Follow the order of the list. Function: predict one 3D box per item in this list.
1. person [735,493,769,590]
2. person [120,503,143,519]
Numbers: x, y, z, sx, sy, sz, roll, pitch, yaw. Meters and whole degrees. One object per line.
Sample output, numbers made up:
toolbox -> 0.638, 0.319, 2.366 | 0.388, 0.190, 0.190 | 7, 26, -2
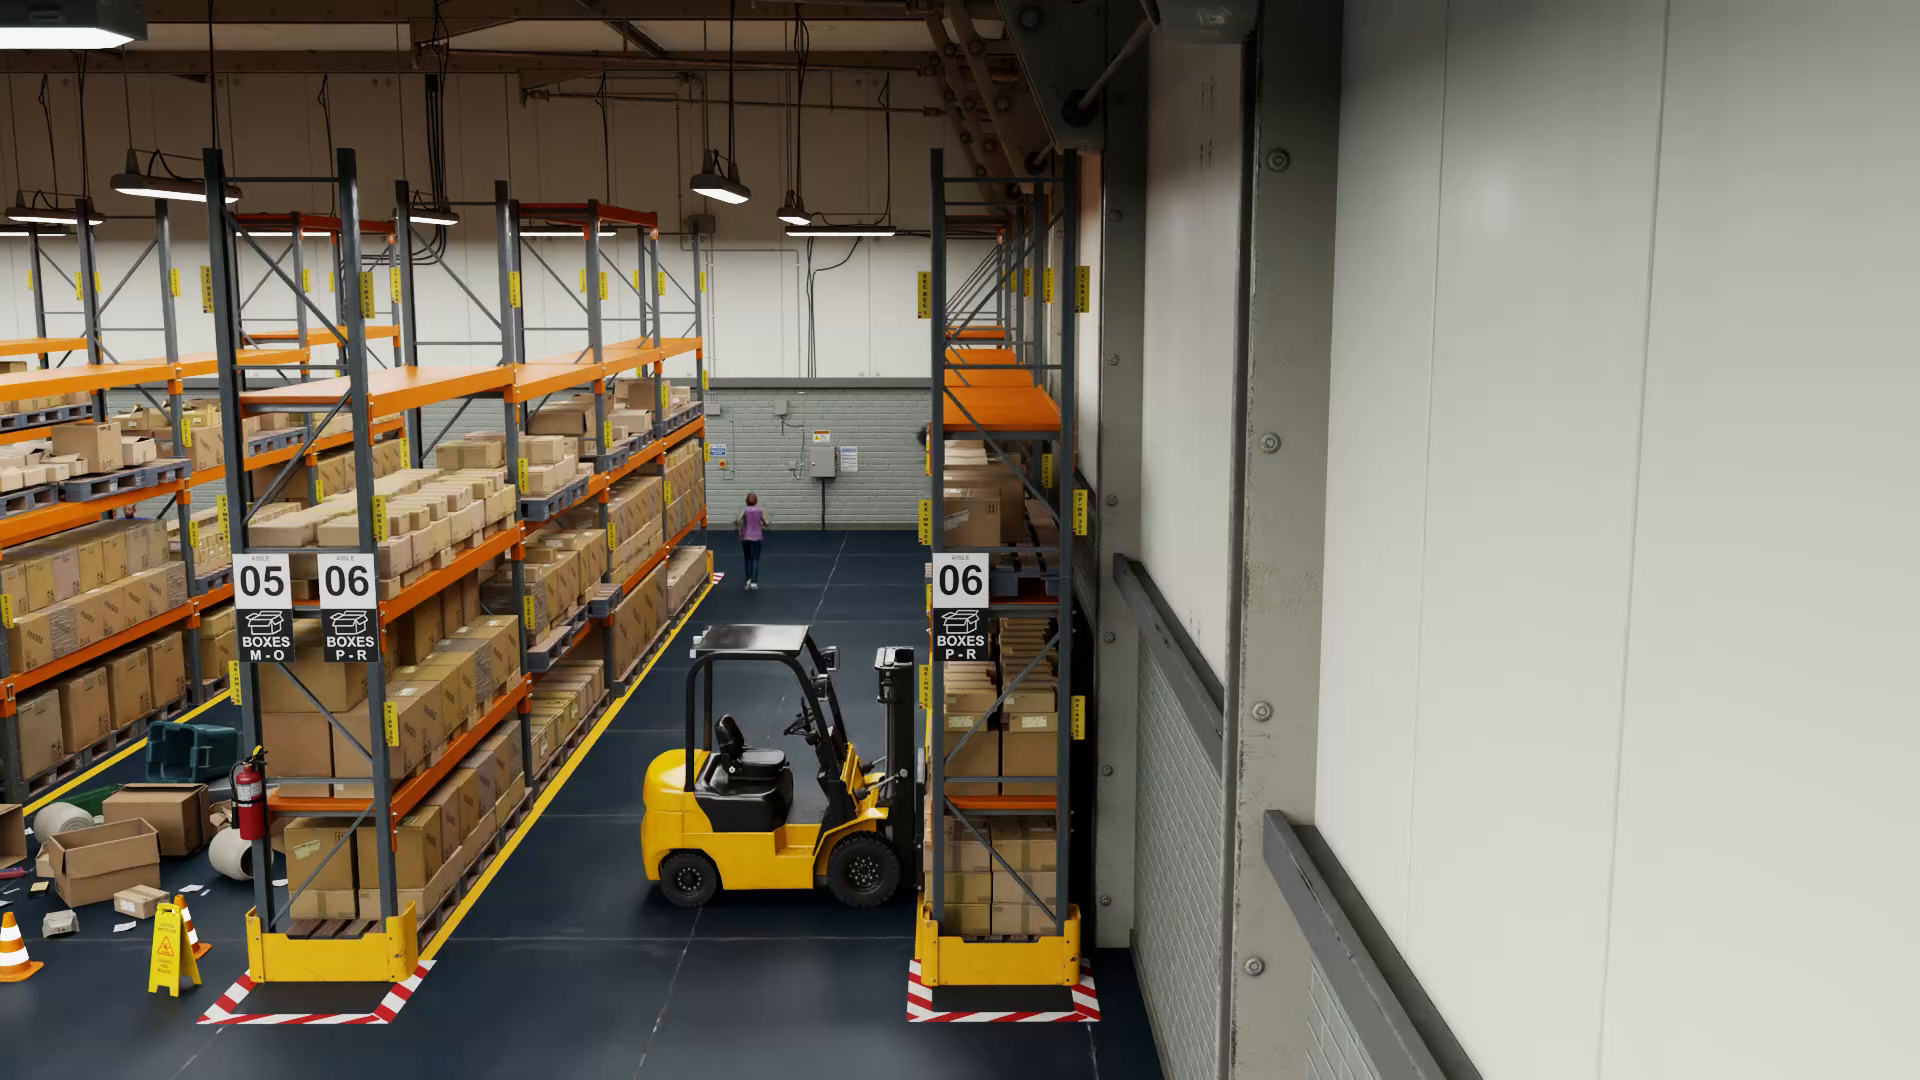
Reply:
person -> -3.375, 0.041, 27.084 | 0.525, 1.636, 0.728 | 0, 9, -3
person -> -12.861, 0.234, 25.854 | 0.580, 1.662, 0.858 | -2, 9, -10
